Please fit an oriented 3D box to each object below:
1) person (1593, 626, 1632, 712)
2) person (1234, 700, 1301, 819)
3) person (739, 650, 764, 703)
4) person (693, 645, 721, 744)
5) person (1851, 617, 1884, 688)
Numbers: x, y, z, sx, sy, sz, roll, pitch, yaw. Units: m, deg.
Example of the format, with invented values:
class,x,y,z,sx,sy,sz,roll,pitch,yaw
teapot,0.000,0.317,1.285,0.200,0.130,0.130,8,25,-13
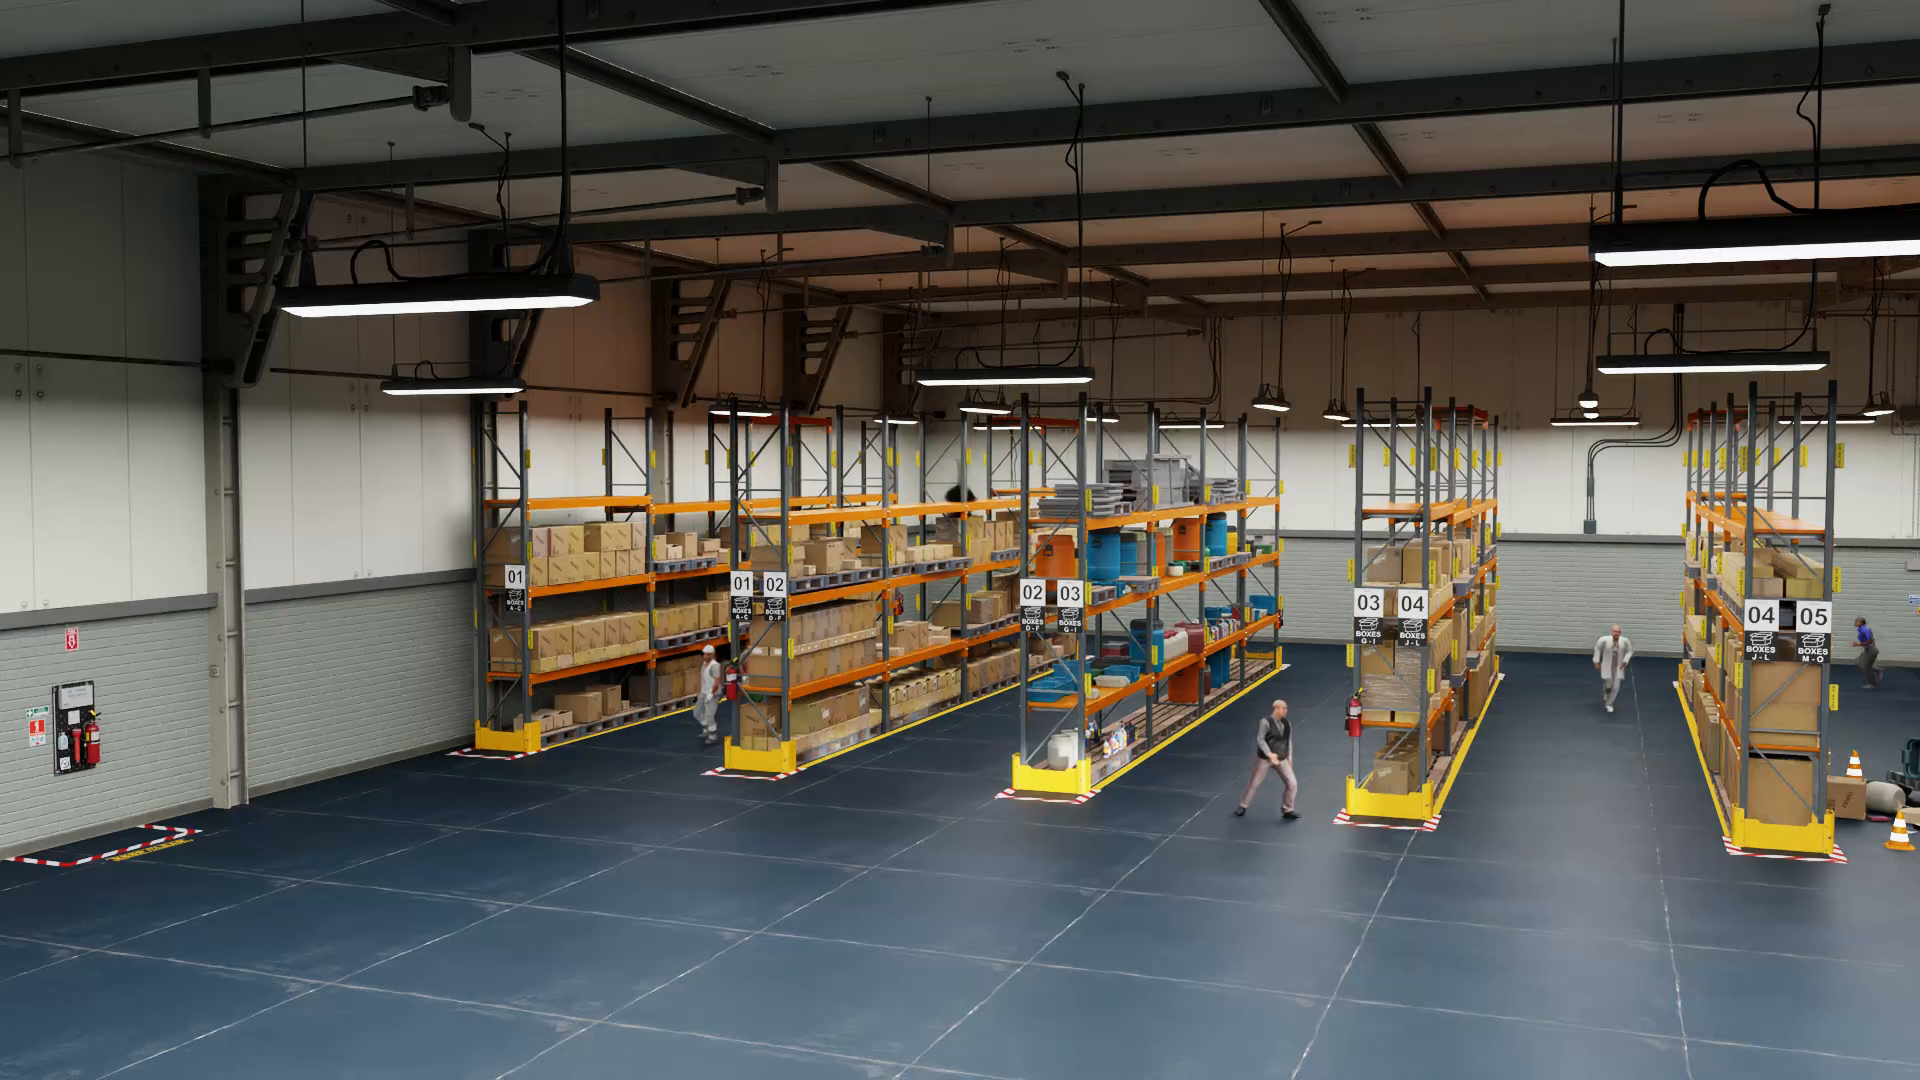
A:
class,x,y,z,sx,sy,sz,roll,pitch,yaw
person,12.996,2.541,33.120,0.697,1.712,0.717,0,3,5
person,4.286,3.047,23.147,0.816,1.664,0.765,-1,3,-20
person,-3.807,2.635,30.995,0.651,1.734,0.628,0,3,3
person,-4.428,2.723,29.211,0.485,1.783,0.758,-2,4,-40
person,19.840,2.464,36.337,0.692,1.586,0.570,1,3,14
